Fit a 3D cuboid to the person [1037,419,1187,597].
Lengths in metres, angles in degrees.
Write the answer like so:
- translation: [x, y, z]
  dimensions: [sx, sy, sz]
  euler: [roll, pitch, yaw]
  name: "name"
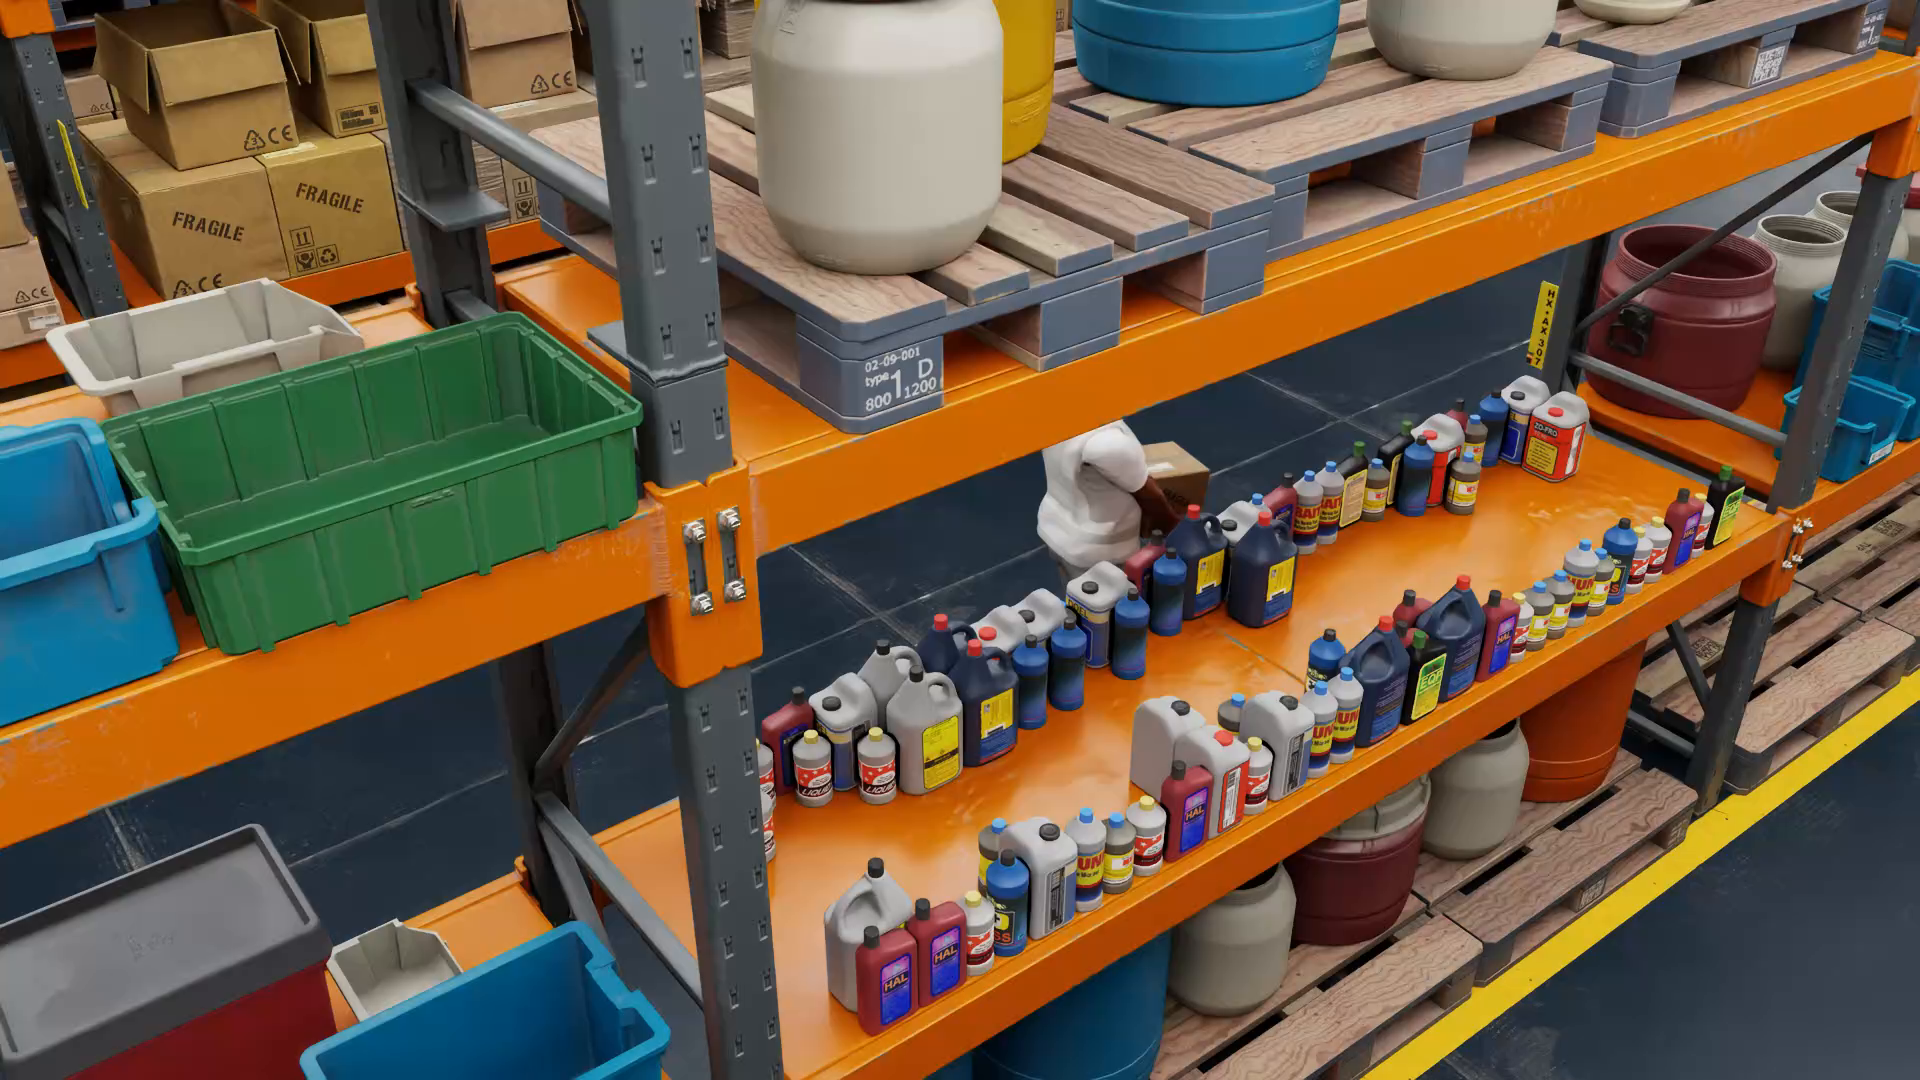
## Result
- translation: [0.559, -0.021, 6.153]
  dimensions: [0.575, 1.760, 0.504]
  euler: [-15, 35, -23]
  name: "person"
